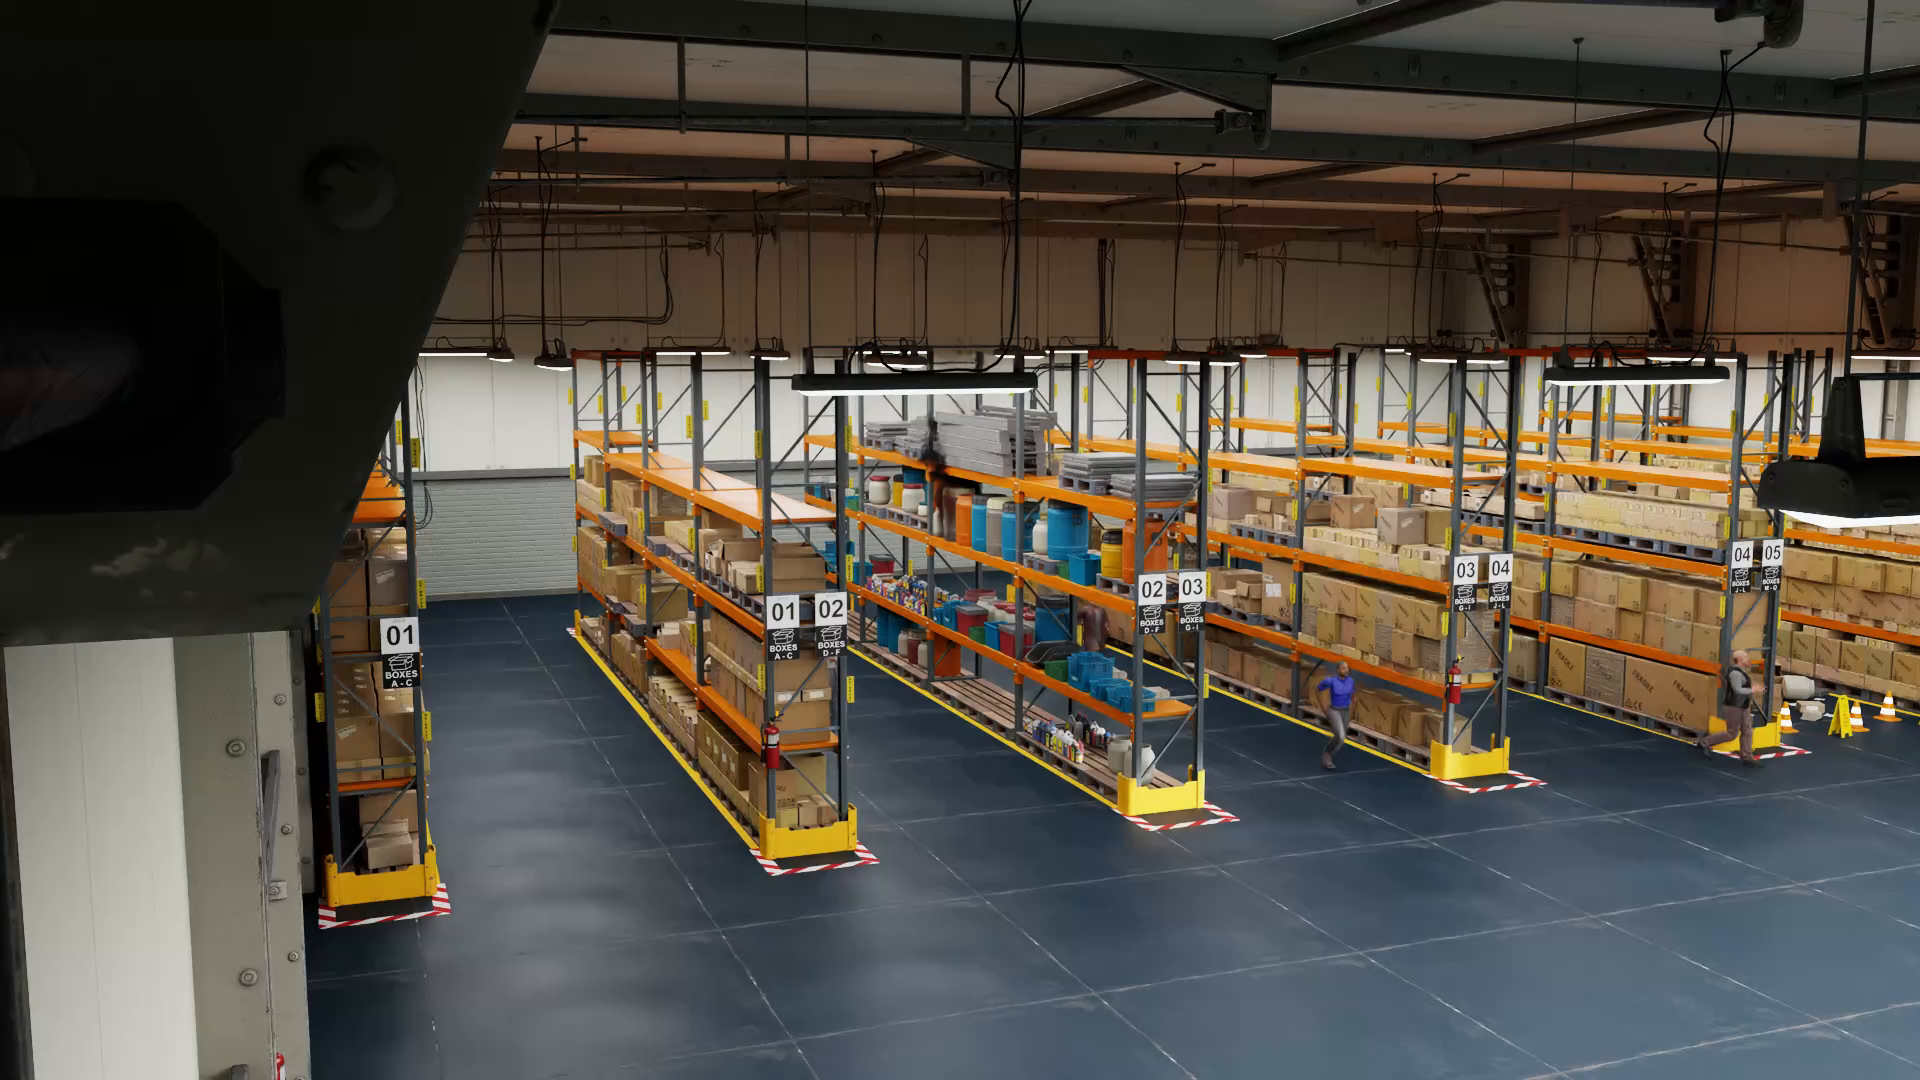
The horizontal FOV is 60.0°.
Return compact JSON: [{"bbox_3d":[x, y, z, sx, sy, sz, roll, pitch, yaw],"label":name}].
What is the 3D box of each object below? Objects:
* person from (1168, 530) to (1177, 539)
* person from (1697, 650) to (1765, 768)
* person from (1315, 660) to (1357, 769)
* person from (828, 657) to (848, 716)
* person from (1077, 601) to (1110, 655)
[{"bbox_3d":[5.069,0.471,40.108,0.744,1.741,0.956,0,7,4],"label":"person"},{"bbox_3d":[11.308,2.451,24.305,0.918,1.712,0.664,4,8,29],"label":"person"},{"bbox_3d":[5.495,2.538,24.094,0.575,1.609,0.601,-3,8,-22],"label":"person"},{"bbox_3d":[-2.059,2.093,27.398,0.557,1.673,0.653,-3,8,-23],"label":"person"},{"bbox_3d":[2.397,1.792,29.511,0.704,1.734,0.653,-5,8,-33],"label":"person"}]
